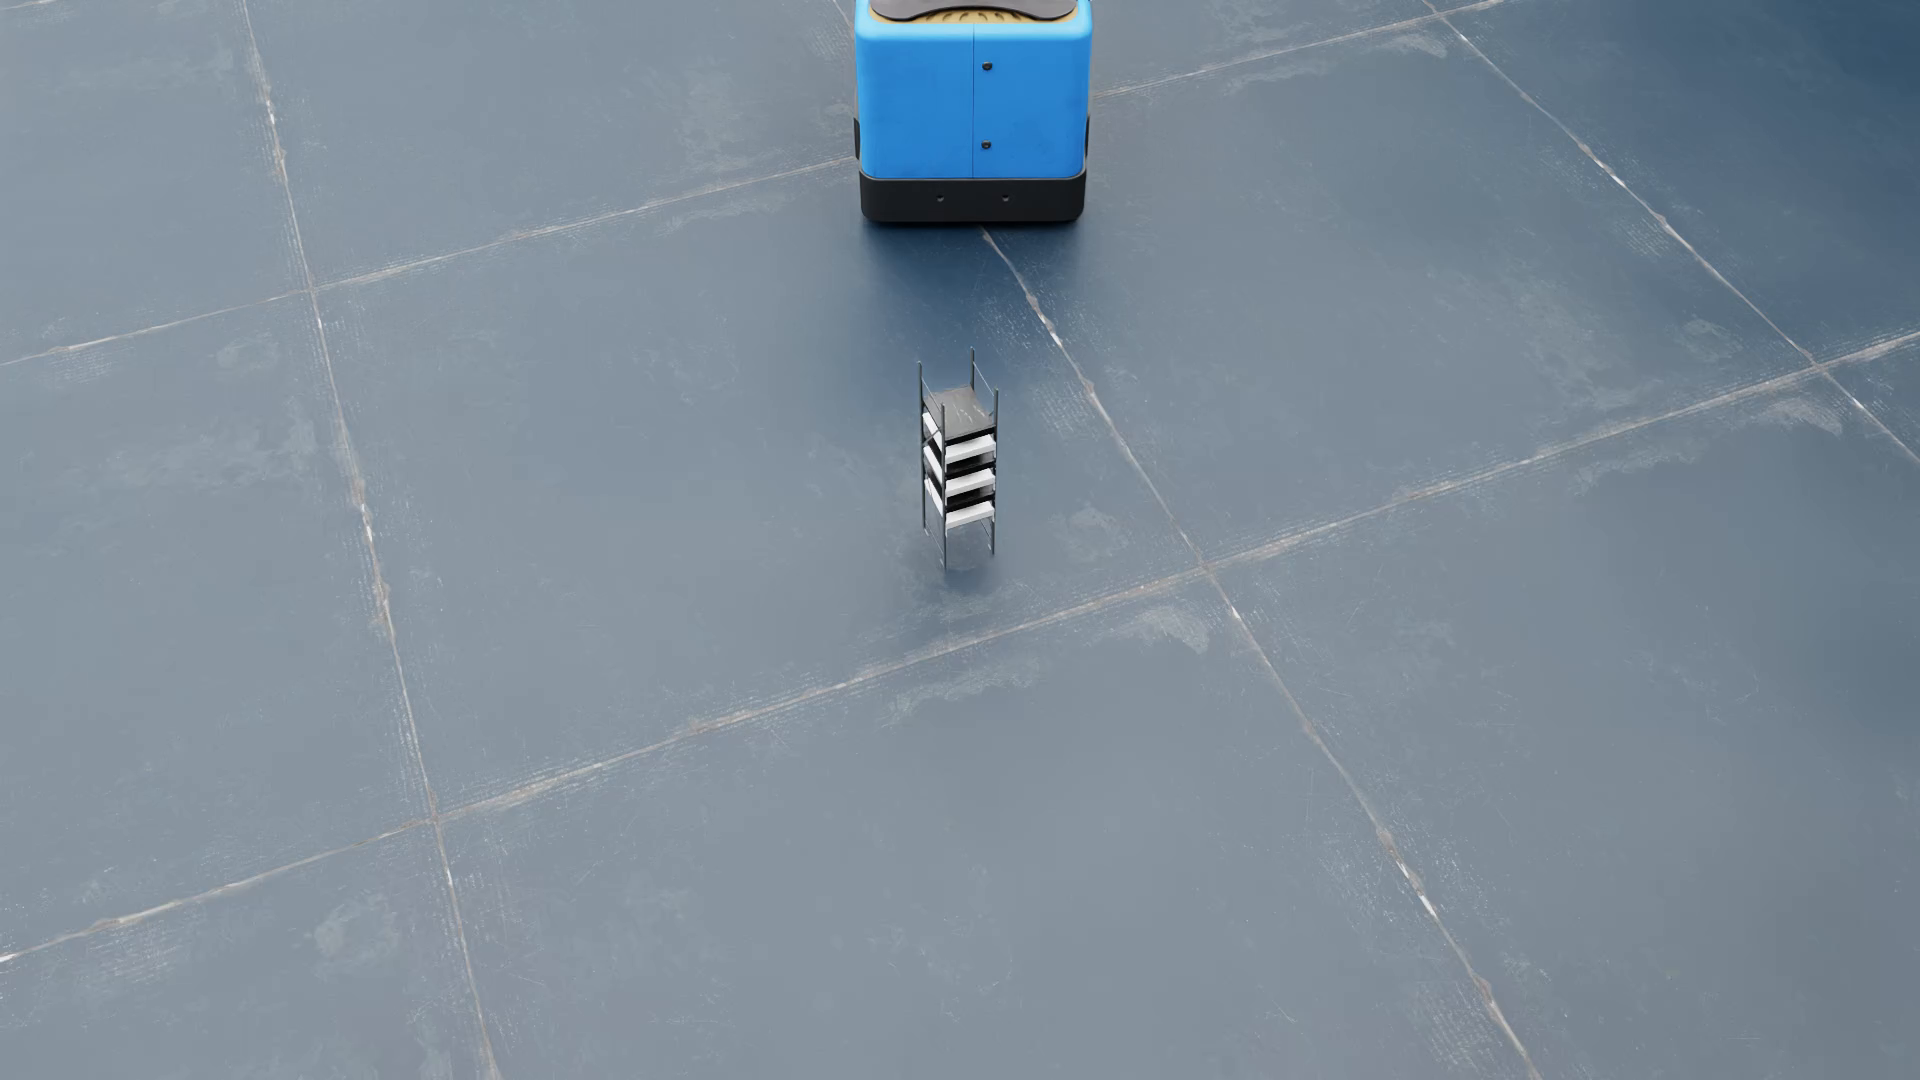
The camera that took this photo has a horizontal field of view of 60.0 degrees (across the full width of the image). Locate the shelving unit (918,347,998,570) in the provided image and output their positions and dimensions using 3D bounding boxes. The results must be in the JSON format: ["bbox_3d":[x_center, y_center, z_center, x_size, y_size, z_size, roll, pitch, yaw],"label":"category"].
[{"bbox_3d":[-0.008,-0.291,6.247,0.210,0.900,0.258,-17,52,-14],"label":"shelving unit"}]

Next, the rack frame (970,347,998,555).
[{"bbox_3d":[0.087,-0.320,6.272,0.006,0.900,0.240,-17,52,-14],"label":"rack frame"}]

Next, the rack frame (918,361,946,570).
[{"bbox_3d":[-0.102,-0.262,6.222,0.006,0.900,0.240,-17,52,-14],"label":"rack frame"}]

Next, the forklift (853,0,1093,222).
[{"bbox_3d":[0.049,-3.544,7.703,1.130,2.935,3.031,0,49,0],"label":"forklift"}]

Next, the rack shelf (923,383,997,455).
[{"bbox_3d":[-0.008,-0.445,6.068,0.200,0.077,0.258,-17,52,-14],"label":"rack shelf"}]

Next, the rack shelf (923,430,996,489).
[{"bbox_3d":[-0.008,-0.328,6.204,0.200,0.077,0.258,-17,52,-14],"label":"rack shelf"}]

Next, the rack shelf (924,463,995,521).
[{"bbox_3d":[-0.008,-0.211,6.341,0.200,0.077,0.258,-17,52,-14],"label":"rack shelf"}]

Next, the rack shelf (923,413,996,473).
[{"bbox_3d":[-0.008,-0.386,6.136,0.200,0.077,0.258,-17,52,-14],"label":"rack shelf"}]

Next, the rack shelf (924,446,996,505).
[{"bbox_3d":[-0.008,-0.269,6.273,0.200,0.077,0.258,-17,52,-14],"label":"rack shelf"}]

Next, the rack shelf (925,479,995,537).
[{"bbox_3d":[-0.008,-0.152,6.409,0.200,0.077,0.258,-17,52,-14],"label":"rack shelf"}]
